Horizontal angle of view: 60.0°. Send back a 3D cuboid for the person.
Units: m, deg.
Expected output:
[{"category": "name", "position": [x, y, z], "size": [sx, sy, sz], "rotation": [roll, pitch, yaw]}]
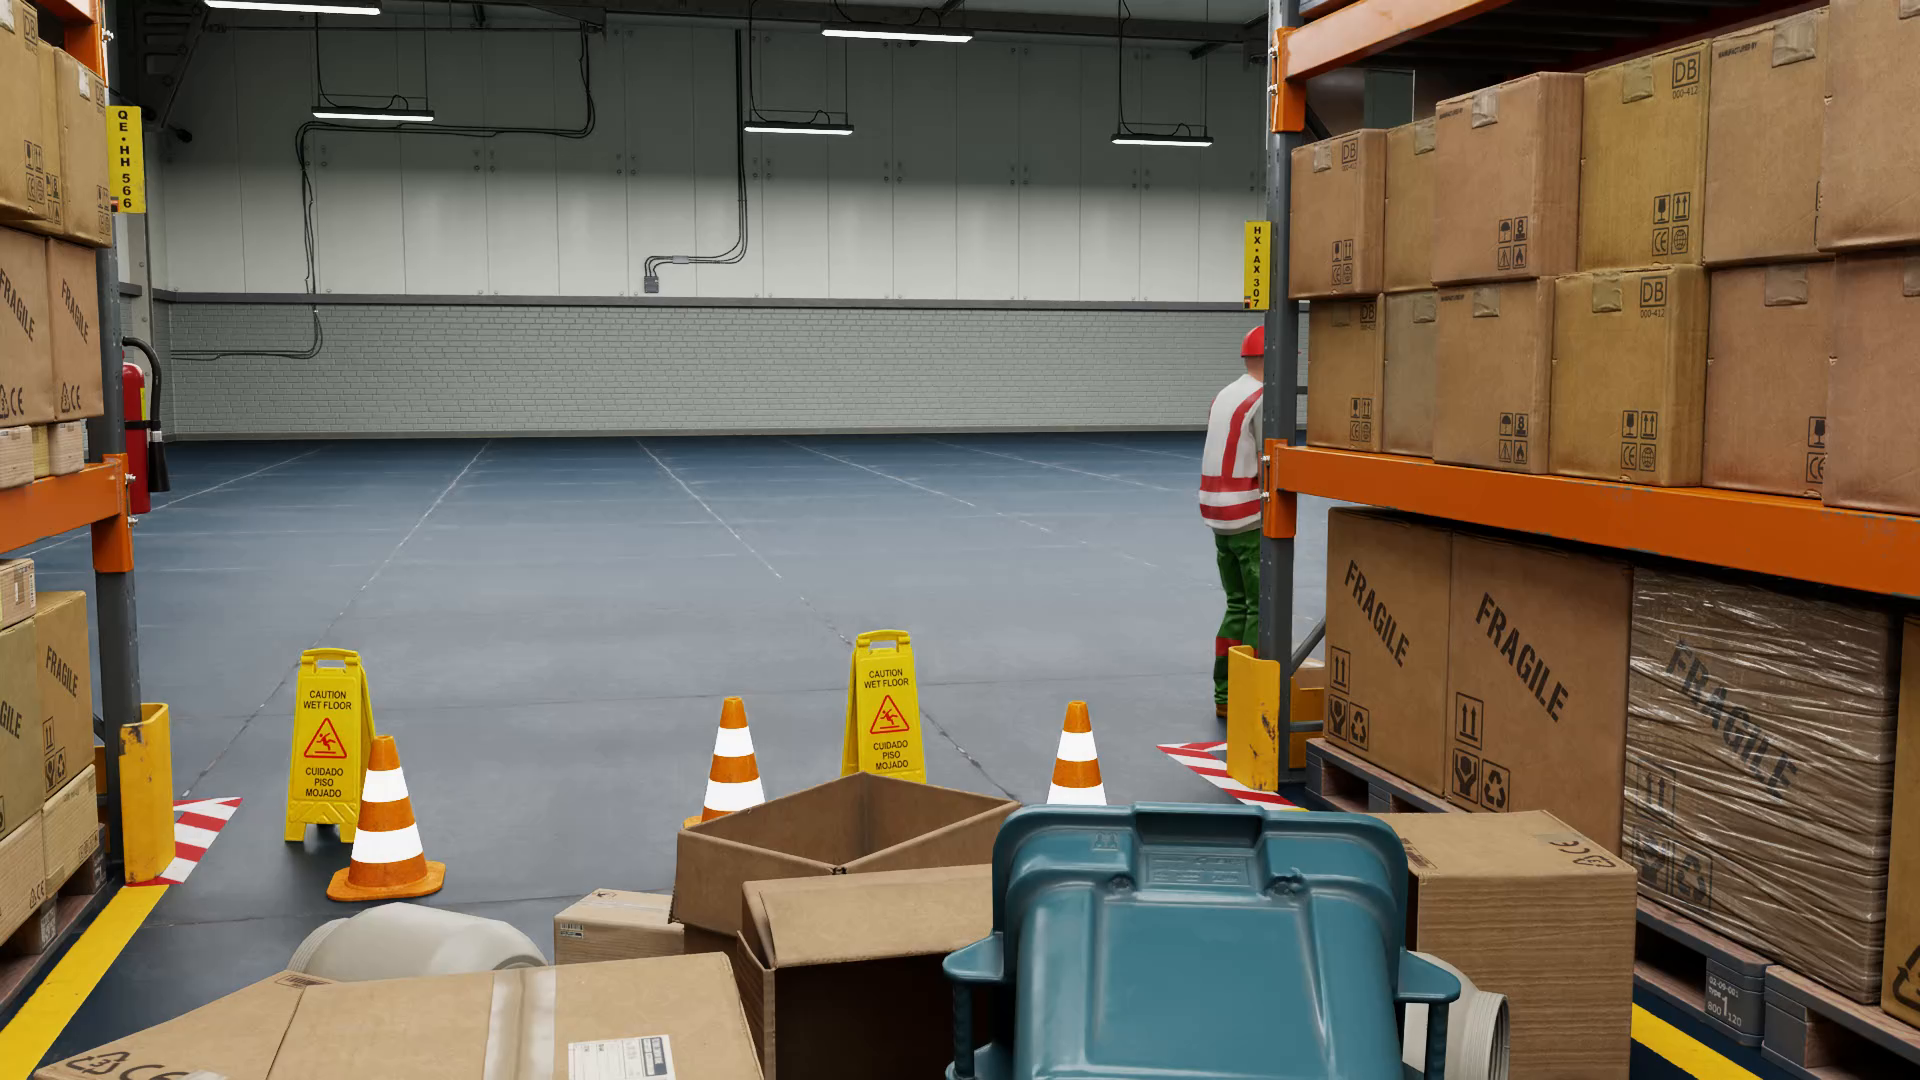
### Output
[{"category": "person", "position": [1.321, -0.068, 7.472], "size": [0.451, 1.777, 0.610], "rotation": [-2, 6, -17]}]
